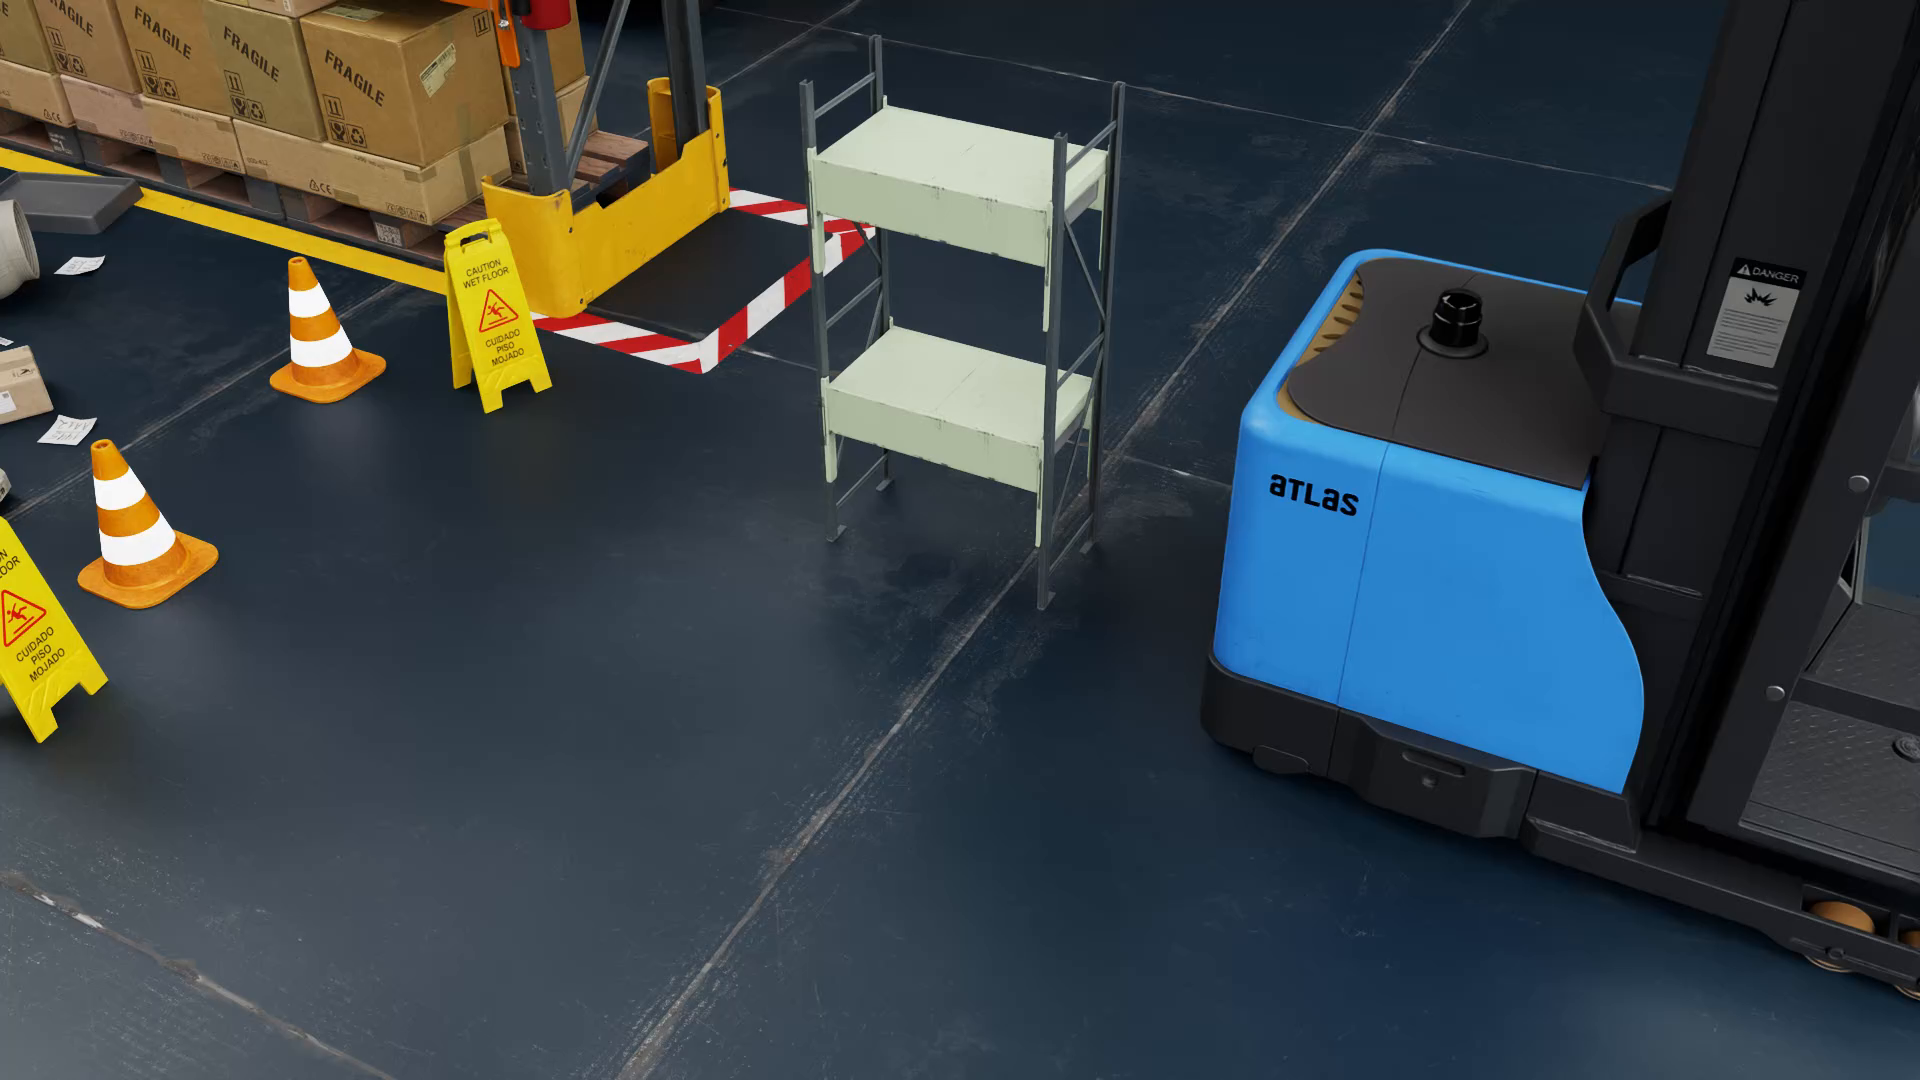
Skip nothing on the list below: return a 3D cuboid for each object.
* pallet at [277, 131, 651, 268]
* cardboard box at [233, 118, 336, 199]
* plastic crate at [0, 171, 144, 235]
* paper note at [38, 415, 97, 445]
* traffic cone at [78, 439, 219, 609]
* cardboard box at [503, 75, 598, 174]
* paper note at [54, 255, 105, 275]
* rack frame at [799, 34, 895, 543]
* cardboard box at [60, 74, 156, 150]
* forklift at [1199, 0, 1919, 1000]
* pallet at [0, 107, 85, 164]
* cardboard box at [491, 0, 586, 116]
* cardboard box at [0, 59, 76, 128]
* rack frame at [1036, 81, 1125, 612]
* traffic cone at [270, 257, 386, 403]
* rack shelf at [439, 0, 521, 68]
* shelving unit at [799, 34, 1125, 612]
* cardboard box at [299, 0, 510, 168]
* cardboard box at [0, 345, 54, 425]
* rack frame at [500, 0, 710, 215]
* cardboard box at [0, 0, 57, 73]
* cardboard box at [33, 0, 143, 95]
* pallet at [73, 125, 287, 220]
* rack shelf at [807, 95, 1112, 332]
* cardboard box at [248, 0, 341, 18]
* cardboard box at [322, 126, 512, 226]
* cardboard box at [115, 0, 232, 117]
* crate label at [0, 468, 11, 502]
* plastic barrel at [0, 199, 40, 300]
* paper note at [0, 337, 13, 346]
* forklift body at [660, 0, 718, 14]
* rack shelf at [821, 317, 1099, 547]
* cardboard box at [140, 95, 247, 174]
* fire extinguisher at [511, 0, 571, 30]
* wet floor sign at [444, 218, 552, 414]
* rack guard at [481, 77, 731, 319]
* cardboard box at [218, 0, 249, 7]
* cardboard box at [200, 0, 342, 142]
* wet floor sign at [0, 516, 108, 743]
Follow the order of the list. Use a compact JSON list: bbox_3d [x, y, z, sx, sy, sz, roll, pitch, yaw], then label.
[{"bbox_3d":[-2.091,-1.525,7.084,1.213,0.211,1.003,17,41,21],"label":"pallet"},{"bbox_3d":[-2.616,-1.670,6.896,0.500,0.250,0.500,18,41,22],"label":"cardboard box"},{"bbox_3d":[-3.853,-1.442,7.083,0.583,0.080,0.402,4,37,6],"label":"plastic crate"},{"bbox_3d":[-3.073,-0.381,5.727,0.142,0.019,0.148,4,37,6],"label":"paper note"},{"bbox_3d":[-2.502,-0.096,4.993,0.334,0.463,0.336,17,41,21],"label":"traffic cone"},{"bbox_3d":[-1.907,-1.814,7.086,0.500,0.250,0.500,17,40,21],"label":"cardboard box"},{"bbox_3d":[-3.536,-1.109,6.686,0.148,0.019,0.142,4,37,6],"label":"paper note"},{"bbox_3d":[-0.319,-0.697,4.928,0.023,1.500,0.400,17,41,21],"label":"rack frame"},{"bbox_3d":[-3.519,-1.956,7.273,0.500,0.250,0.500,17,40,21],"label":"cardboard box"},{"bbox_3d":[2.200,-0.470,3.445,3.031,2.935,1.130,17,40,21],"label":"forklift"},{"bbox_3d":[-4.257,-2.203,7.978,1.213,0.211,1.003,17,41,21],"label":"pallet"},{"bbox_3d":[-1.928,-2.119,6.868,0.500,0.500,0.500,16,40,20],"label":"cardboard box"},{"bbox_3d":[-3.991,-2.102,7.466,0.500,0.250,0.500,20,41,24],"label":"cardboard box"},{"bbox_3d":[0.331,-0.494,4.660,0.023,1.500,0.400,17,41,21],"label":"rack frame"},{"bbox_3d":[-2.293,-0.786,5.903,0.334,0.463,0.336,17,41,21],"label":"traffic cone"},{"bbox_3d":[-3.094,-2.639,6.841,4.000,0.370,1.077,17,41,21],"label":"rack shelf"},{"bbox_3d":[0.006,-0.596,4.794,0.755,1.500,0.431,17,41,21],"label":"shelving unit"},{"bbox_3d":[-2.149,-1.823,6.477,0.500,0.500,0.500,18,41,22],"label":"cardboard box"},{"bbox_3d":[-3.410,-0.514,5.804,0.380,0.149,0.250,-21,42,-25],"label":"cardboard box"},{"bbox_3d":[-1.318,-2.369,5.891,0.127,3.000,1.000,17,41,21],"label":"rack frame"},{"bbox_3d":[-3.989,-2.401,7.239,0.500,0.500,0.500,19,41,23],"label":"cardboard box"},{"bbox_3d":[-3.530,-2.256,7.047,0.500,0.500,0.500,20,41,24],"label":"cardboard box"},{"bbox_3d":[-3.170,-1.865,7.532,1.213,0.211,1.003,17,41,21],"label":"pallet"},{"bbox_3d":[0.006,-0.906,4.558,0.720,0.370,0.431,17,41,21],"label":"rack shelf"},{"bbox_3d":[-2.506,-2.147,6.368,0.250,0.149,0.380,19,41,23],"label":"cardboard box"},{"bbox_3d":[-2.181,-1.529,6.710,0.500,0.250,0.500,17,40,21],"label":"cardboard box"},{"bbox_3d":[-3.059,-2.110,6.856,0.500,0.500,0.500,16,40,20],"label":"cardboard box"},{"bbox_3d":[-3.228,-0.151,5.336,0.298,0.136,0.250,-2,37,-2],"label":"crate label"},{"bbox_3d":[-3.848,-1.105,6.355,0.512,0.421,0.421,-14,39,-18],"label":"plastic barrel"},{"bbox_3d":[-3.600,-0.749,6.229,0.123,0.001,0.032,17,41,21],"label":"paper note"},{"bbox_3d":[-1.561,-4.245,9.064,1.214,2.155,2.313,17,41,21],"label":"forklift body"},{"bbox_3d":[0.006,-0.336,4.991,0.720,0.370,0.431,17,41,21],"label":"rack shelf"},{"bbox_3d":[-3.083,-1.813,7.084,0.500,0.250,0.500,16,40,20],"label":"cardboard box"},{"bbox_3d":[-1.428,-2.059,5.546,0.183,0.674,0.296,17,41,21],"label":"fire extinguisher"},{"bbox_3d":[-1.641,-0.804,5.776,0.267,0.644,0.232,-29,46,-33],"label":"wet floor sign"},{"bbox_3d":[-1.385,-1.395,6.674,0.348,0.500,1.175,17,41,21],"label":"rack guard"},{"bbox_3d":[-2.728,-2.219,6.462,0.250,0.149,0.380,18,41,22],"label":"cardboard box"},{"bbox_3d":[-2.614,-1.966,6.666,0.500,0.500,0.500,19,41,23],"label":"cardboard box"},{"bbox_3d":[-2.568,0.199,4.454,0.232,0.644,0.267,11,38,14],"label":"wet floor sign"}]
